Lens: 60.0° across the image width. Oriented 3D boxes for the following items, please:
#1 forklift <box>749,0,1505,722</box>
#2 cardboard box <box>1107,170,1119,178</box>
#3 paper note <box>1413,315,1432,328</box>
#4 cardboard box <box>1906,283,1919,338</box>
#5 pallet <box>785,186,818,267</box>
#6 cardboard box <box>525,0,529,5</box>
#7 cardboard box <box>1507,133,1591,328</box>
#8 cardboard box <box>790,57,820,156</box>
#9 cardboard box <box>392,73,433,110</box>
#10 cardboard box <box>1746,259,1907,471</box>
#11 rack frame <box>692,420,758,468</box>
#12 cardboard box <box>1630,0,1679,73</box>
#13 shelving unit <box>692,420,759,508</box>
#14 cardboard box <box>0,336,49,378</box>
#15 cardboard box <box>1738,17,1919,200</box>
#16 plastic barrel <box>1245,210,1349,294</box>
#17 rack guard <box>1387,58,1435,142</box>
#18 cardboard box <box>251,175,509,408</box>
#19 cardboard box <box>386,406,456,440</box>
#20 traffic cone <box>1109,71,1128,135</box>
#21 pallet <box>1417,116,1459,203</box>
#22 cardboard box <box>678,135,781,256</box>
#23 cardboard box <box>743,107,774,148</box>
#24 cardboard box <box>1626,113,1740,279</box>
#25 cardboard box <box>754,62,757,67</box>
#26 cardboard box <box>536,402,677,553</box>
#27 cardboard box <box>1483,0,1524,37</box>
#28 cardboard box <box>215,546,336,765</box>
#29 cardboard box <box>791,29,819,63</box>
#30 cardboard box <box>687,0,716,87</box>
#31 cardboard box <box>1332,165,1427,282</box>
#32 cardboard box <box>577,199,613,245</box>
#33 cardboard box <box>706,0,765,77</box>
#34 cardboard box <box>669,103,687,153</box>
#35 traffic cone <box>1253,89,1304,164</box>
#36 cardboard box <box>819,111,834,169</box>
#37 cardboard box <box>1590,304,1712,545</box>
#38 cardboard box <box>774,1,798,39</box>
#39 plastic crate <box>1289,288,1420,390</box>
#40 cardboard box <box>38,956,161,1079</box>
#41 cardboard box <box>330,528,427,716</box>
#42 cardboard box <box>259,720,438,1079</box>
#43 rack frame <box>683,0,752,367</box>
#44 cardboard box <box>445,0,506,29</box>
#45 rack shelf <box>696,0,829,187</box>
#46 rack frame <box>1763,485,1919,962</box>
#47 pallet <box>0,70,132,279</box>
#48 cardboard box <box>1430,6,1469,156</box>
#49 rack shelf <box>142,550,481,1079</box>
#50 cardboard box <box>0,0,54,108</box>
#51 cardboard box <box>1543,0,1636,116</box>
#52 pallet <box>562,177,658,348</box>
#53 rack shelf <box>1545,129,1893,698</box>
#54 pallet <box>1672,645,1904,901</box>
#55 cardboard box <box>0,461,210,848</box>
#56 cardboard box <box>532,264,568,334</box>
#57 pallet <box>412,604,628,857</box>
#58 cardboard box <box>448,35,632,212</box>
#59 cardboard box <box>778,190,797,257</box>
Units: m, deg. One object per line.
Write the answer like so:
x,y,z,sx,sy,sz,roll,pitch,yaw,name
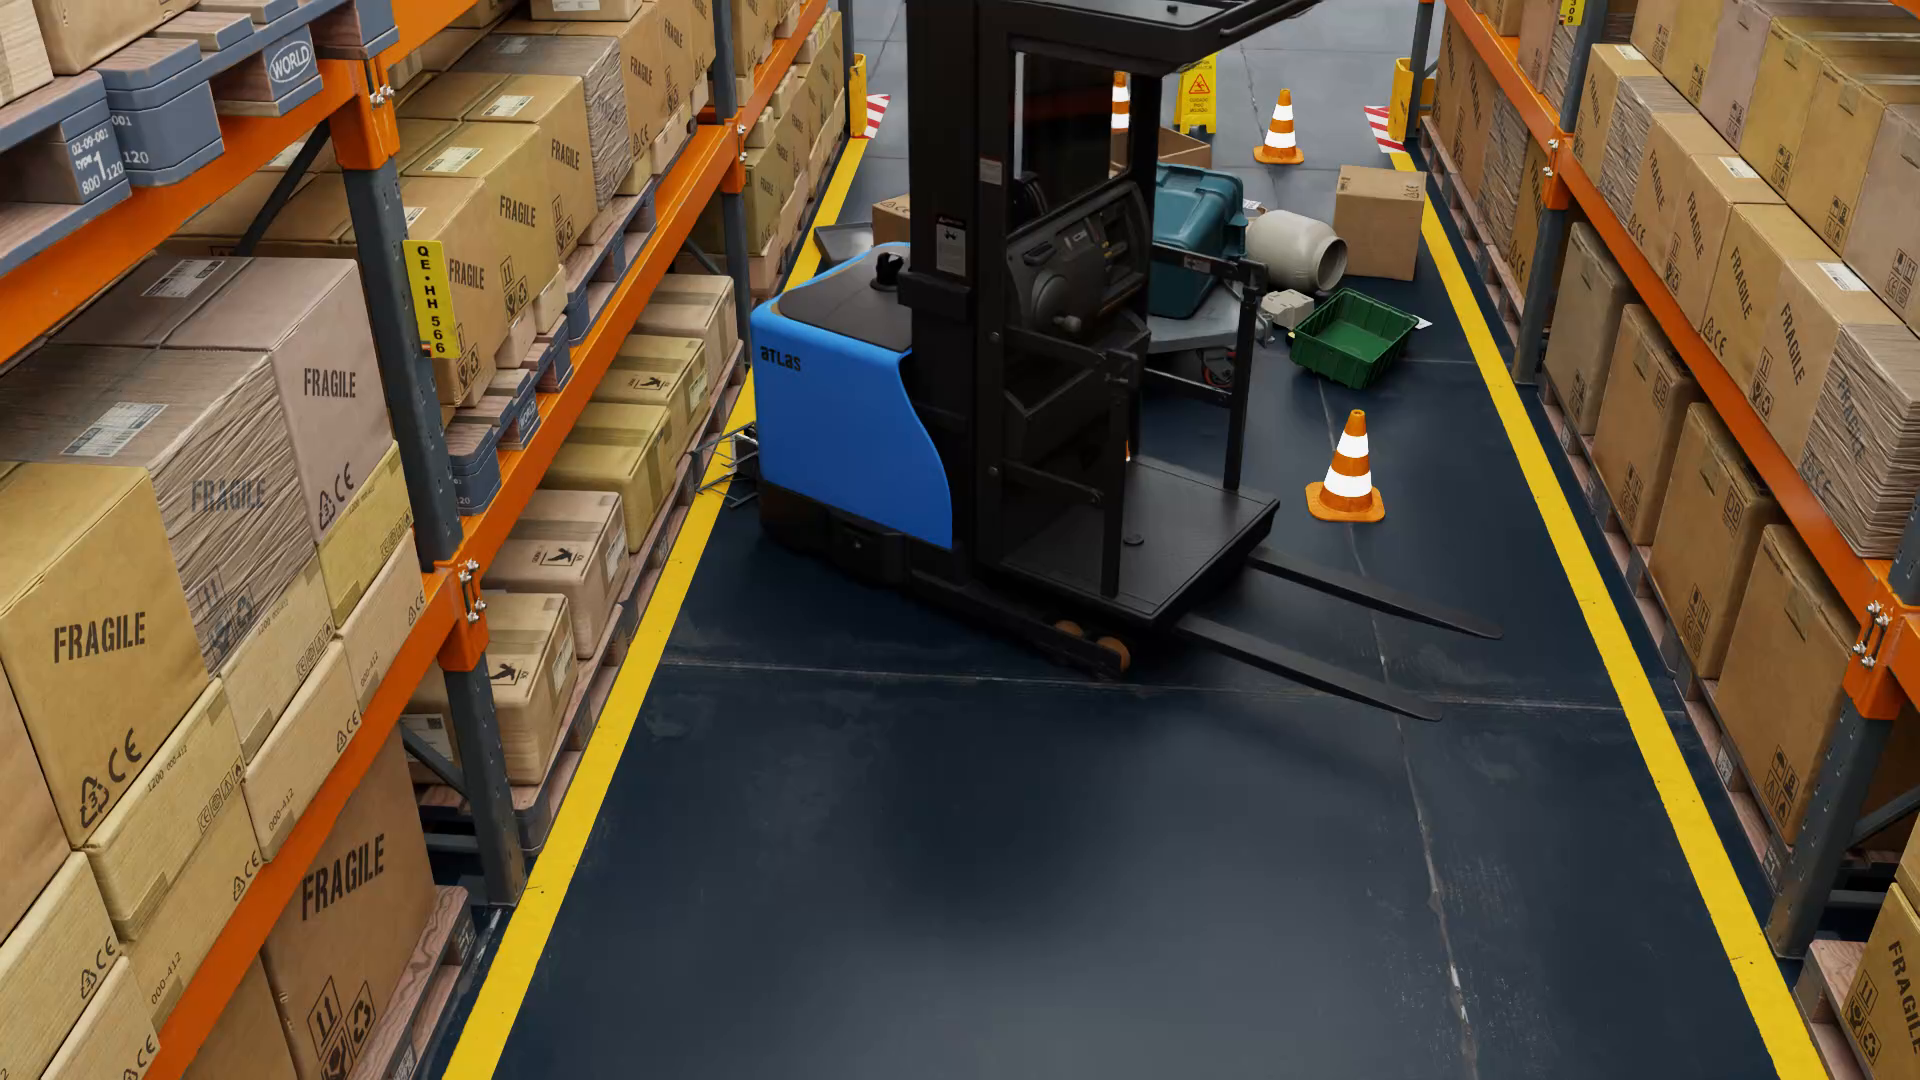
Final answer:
0.625,-1.026,6.121,3.031,2.935,1.130,20,37,29,forklift
1.049,-1.809,9.577,0.797,0.637,0.503,2,32,4,cardboard box
2.505,-1.207,9.178,0.147,0.020,0.142,-20,37,-29,paper note
3.074,-0.691,4.464,0.700,0.500,0.500,2,32,4,cardboard box
-1.473,-2.044,10.365,1.003,0.211,1.213,2,32,4,pallet
-1.953,-2.092,7.006,0.500,0.500,0.500,3,32,4,cardboard box
3.474,-1.680,8.742,0.875,0.875,0.875,3,32,5,cardboard box
-1.156,-2.691,10.263,0.500,0.500,0.500,2,32,3,cardboard box
-2.084,-1.279,5.688,0.500,0.500,0.500,0,32,1,cardboard box
2.838,-0.539,5.170,0.500,0.500,0.500,2,32,4,cardboard box
-0.830,-0.536,7.712,0.240,0.006,0.900,23,37,32,rack frame
3.318,-2.288,7.056,0.700,0.500,0.500,2,32,3,cardboard box
-0.832,-0.449,7.764,0.258,0.210,0.900,23,37,32,shelving unit
-2.229,-0.108,3.518,0.500,0.500,0.500,3,32,4,cardboard box
3.194,-1.491,5.762,0.700,0.500,0.500,2,32,3,cardboard box
1.916,-1.642,9.511,0.512,0.421,0.421,27,41,37,plastic barrel
3.680,-3.120,11.836,1.175,0.500,0.348,2,32,4,rack guard
-1.647,-0.721,4.781,0.500,0.500,0.500,2,32,3,cardboard box
-1.703,-0.381,4.848,0.380,0.149,0.250,1,32,1,cardboard box
1.121,-3.101,11.840,0.336,0.463,0.334,2,32,4,traffic cone
3.691,-2.563,11.208,1.003,0.211,1.213,2,32,4,pallet
-1.272,-1.863,8.920,0.500,0.500,0.500,4,32,6,cardboard box
-1.202,-2.202,8.852,0.380,0.149,0.250,3,32,5,cardboard box
2.958,-1.334,6.460,0.500,0.500,0.500,2,32,4,cardboard box
-1.284,-2.557,8.780,0.380,0.149,0.250,2,32,4,cardboard box
-1.739,-0.285,6.957,0.950,0.372,0.625,3,32,6,cardboard box
3.498,-3.185,9.416,0.875,0.550,0.500,2,32,4,cardboard box
-1.739,0.236,3.674,0.500,0.250,0.500,2,32,3,cardboard box
-1.079,-3.040,10.211,0.380,0.149,0.250,4,32,6,cardboard box
-1.398,-2.335,7.401,0.500,0.500,0.500,2,32,3,cardboard box
2.456,-1.873,9.810,0.500,0.500,0.500,8,32,12,cardboard box
-1.523,-1.224,6.216,0.380,0.149,0.250,3,32,6,cardboard box
-1.275,-2.626,8.273,0.500,0.500,0.500,2,32,4,cardboard box
-1.380,-1.756,7.080,0.380,0.149,0.250,2,32,3,cardboard box
2.220,-2.875,11.474,0.336,0.463,0.334,2,32,4,traffic cone
-1.111,-2.634,10.885,0.500,0.250,0.500,3,32,4,cardboard box
3.309,-0.468,6.895,1.050,0.750,0.750,2,32,4,cardboard box
-1.130,-2.951,9.419,0.380,0.149,0.250,3,32,4,cardboard box
2.061,-1.054,8.727,0.450,0.188,0.662,29,41,23,plastic crate
-1.793,0.991,2.927,0.500,0.250,0.500,2,32,3,cardboard box
-1.697,0.192,4.222,0.500,0.250,0.500,1,32,2,cardboard box
-2.054,0.936,4.497,0.875,0.875,0.875,2,32,4,cardboard box
-1.589,-2.239,8.024,1.000,3.000,0.127,2,32,4,rack frame
-1.966,-2.060,6.336,0.380,0.149,0.250,4,32,7,cardboard box
-1.426,-2.978,9.909,1.077,0.370,4.000,2,32,4,rack shelf
3.027,0.011,4.372,1.000,3.000,0.127,2,32,4,rack frame
-2.002,-0.420,2.393,1.003,0.211,1.213,4,32,6,pallet
3.689,-3.089,11.028,0.875,0.875,0.875,3,32,4,cardboard box
-2.078,1.205,3.121,1.077,0.370,4.000,2,32,4,rack shelf
-1.678,-0.811,2.575,0.396,0.266,0.258,2,32,3,cardboard box
3.371,-2.337,8.041,0.875,0.550,0.550,2,32,4,cardboard box
-1.794,-1.102,6.362,1.003,0.211,1.213,2,32,4,pallet
3.190,-0.728,6.258,1.077,0.370,4.000,2,32,4,rack shelf
3.166,0.790,5.768,1.003,0.211,1.213,2,32,4,pallet
-1.777,0.194,3.027,0.500,0.500,0.500,2,32,4,cardboard box
-1.535,-0.811,5.547,0.380,0.149,0.250,3,32,4,cardboard box
-1.850,0.631,6.024,1.003,0.211,1.213,2,32,4,pallet
-1.527,-1.532,6.098,0.500,0.500,0.500,1,32,2,cardboard box
-1.240,-1.824,9.570,0.500,0.250,0.500,4,32,7,cardboard box
